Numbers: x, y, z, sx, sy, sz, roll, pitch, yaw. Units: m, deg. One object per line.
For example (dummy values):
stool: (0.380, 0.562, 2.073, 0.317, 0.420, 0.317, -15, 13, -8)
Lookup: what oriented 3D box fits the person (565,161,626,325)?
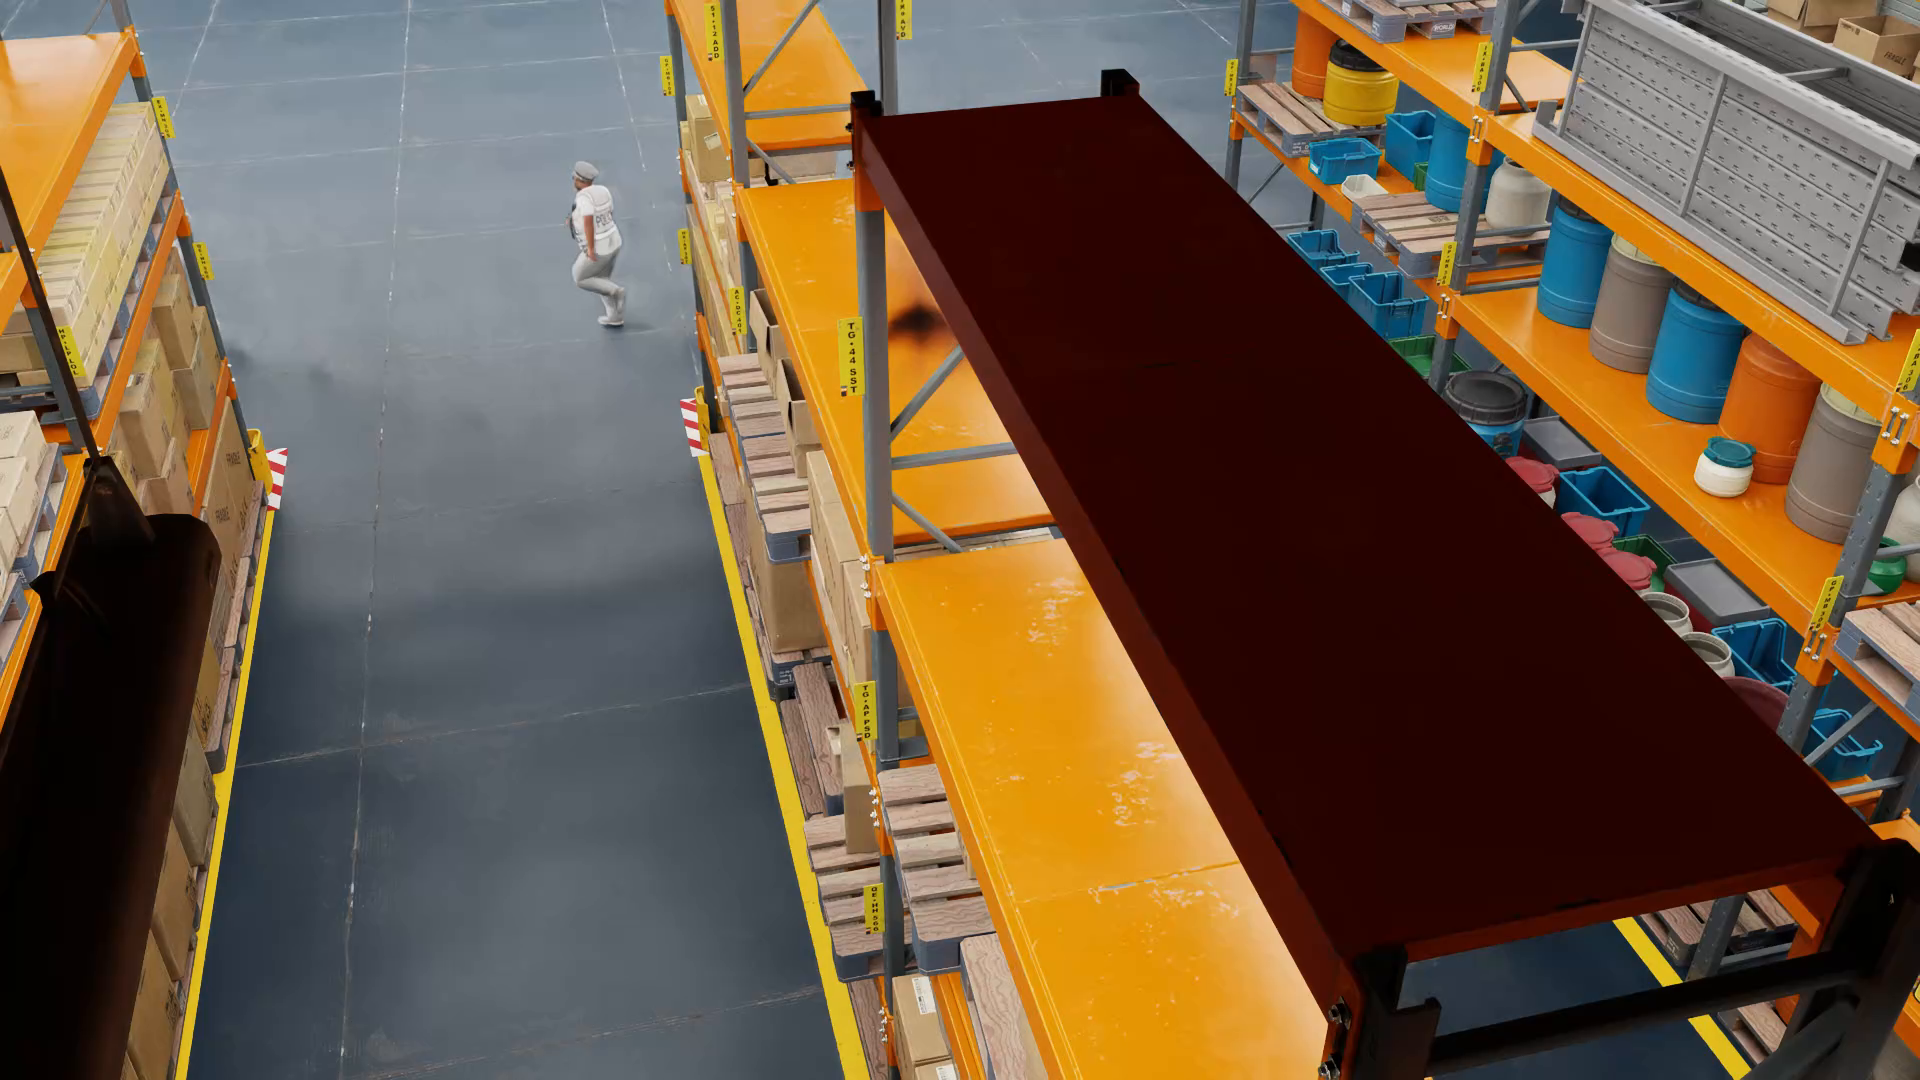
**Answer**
person: (-3.759, -3.004, 16.969, 0.650, 1.735, 0.706, 12, 36, 17)
